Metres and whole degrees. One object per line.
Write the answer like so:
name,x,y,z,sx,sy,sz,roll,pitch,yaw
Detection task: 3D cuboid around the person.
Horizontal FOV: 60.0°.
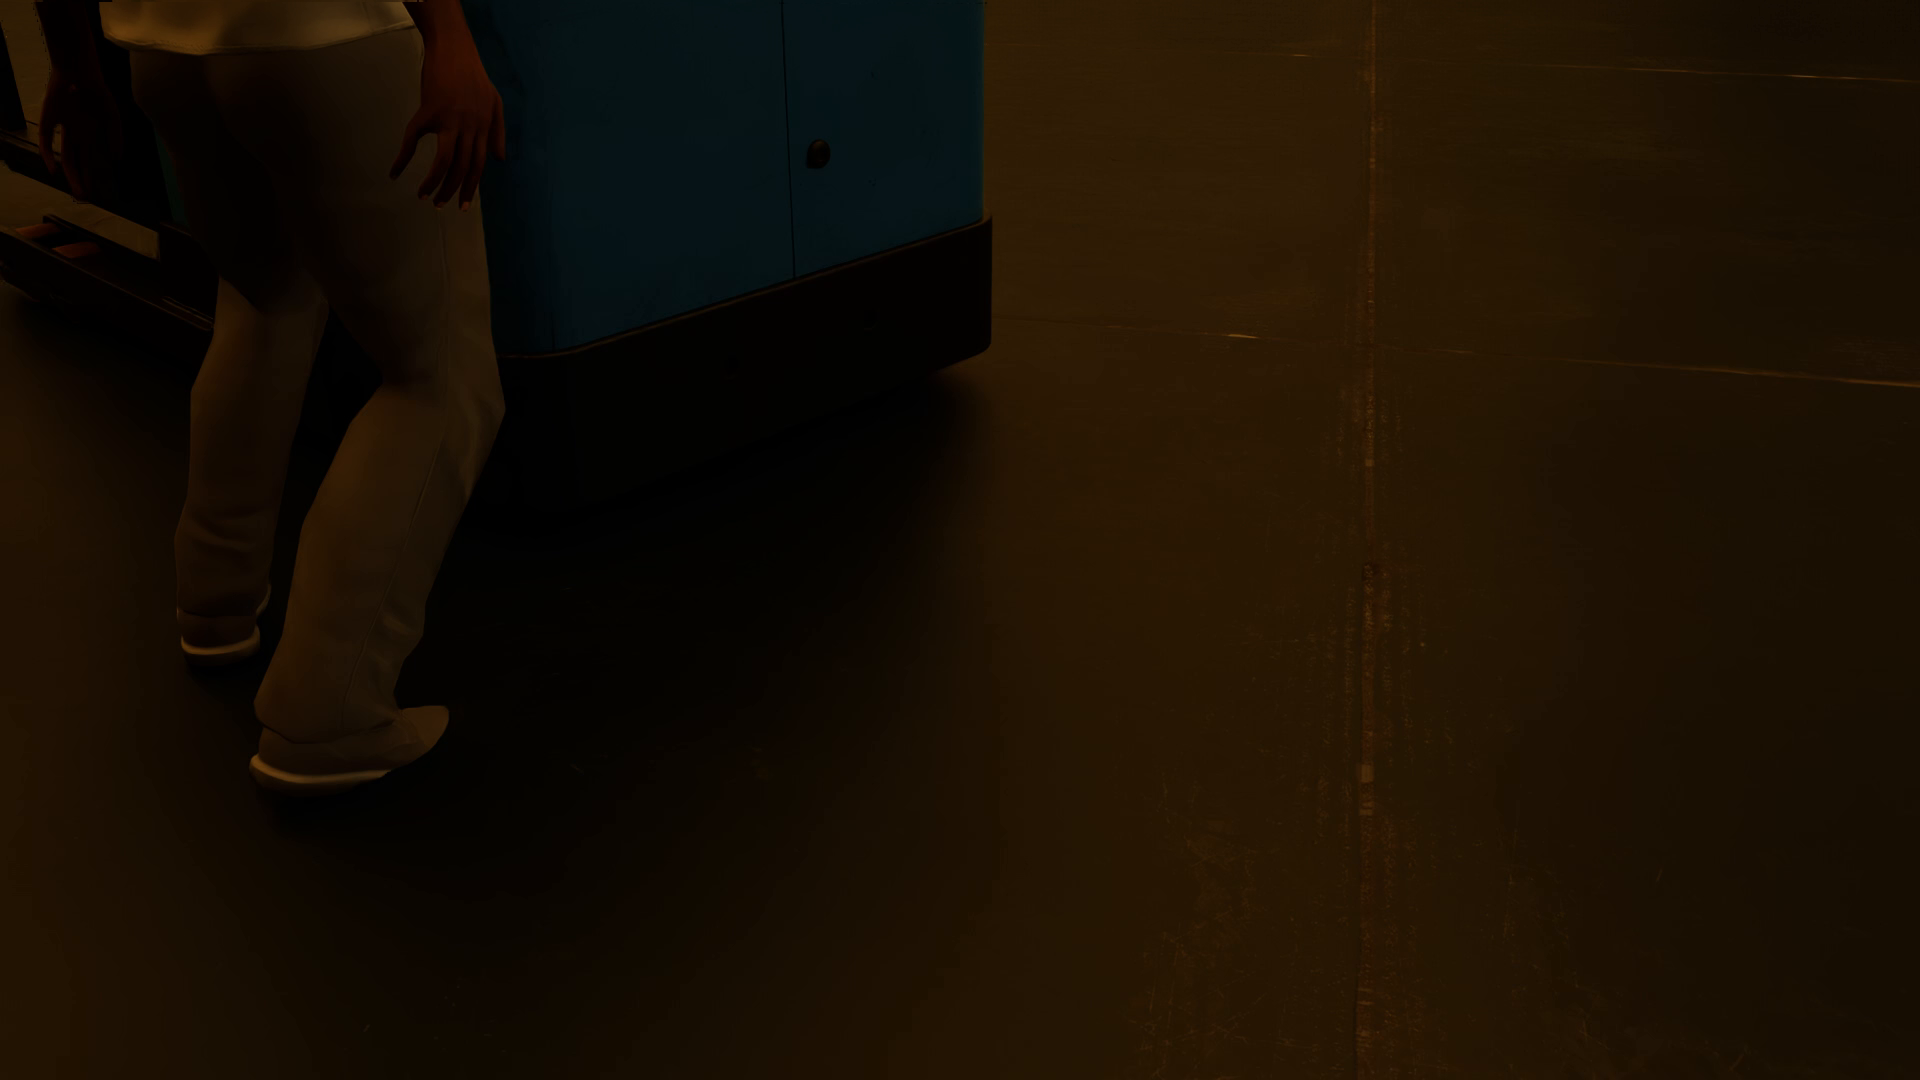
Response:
person,-0.772,-0.498,1.778,0.817,1.640,0.464,17,31,30

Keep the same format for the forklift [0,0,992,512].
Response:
forklift,-1.372,-1.897,3.007,3.031,2.935,1.130,22,34,37
